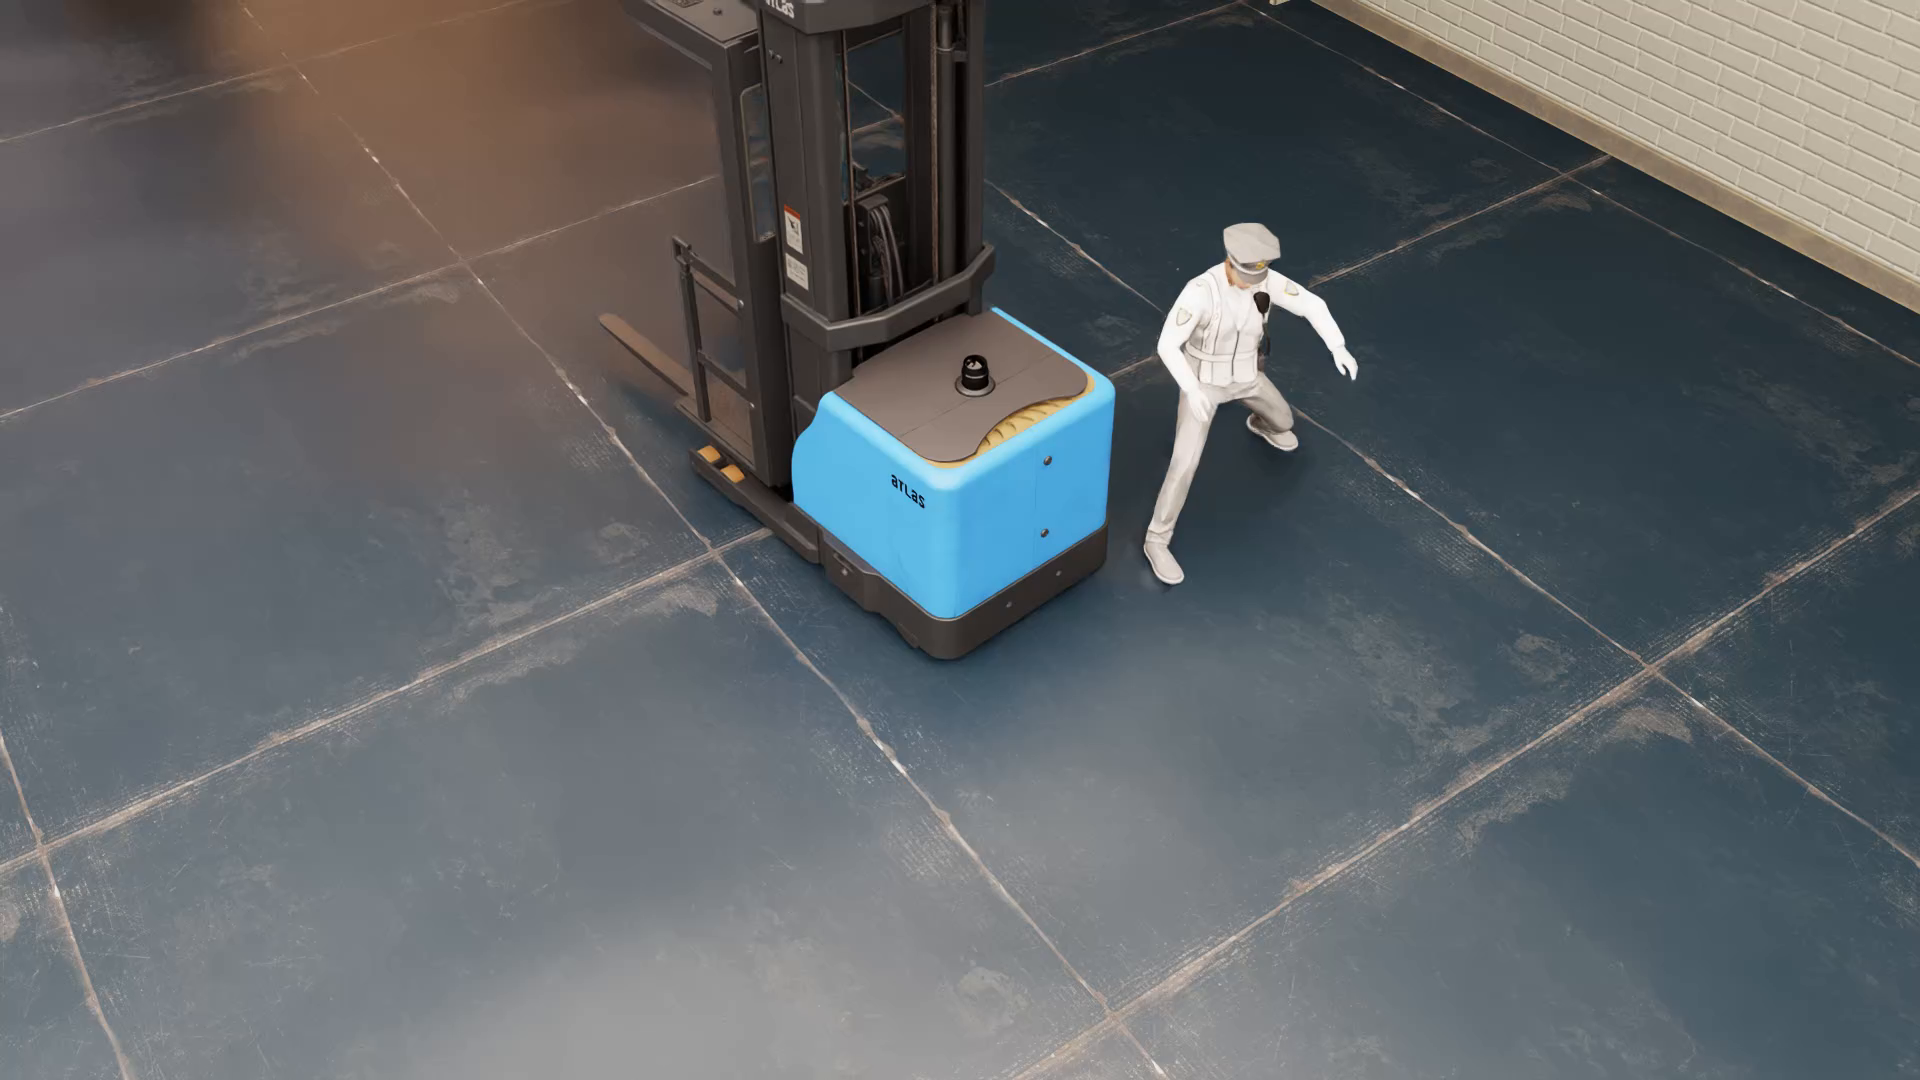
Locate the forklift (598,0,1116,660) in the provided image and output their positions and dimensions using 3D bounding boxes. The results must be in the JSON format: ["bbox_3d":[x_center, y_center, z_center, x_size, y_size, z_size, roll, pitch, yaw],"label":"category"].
[{"bbox_3d":[-0.676,-1.480,7.322,1.130,2.935,3.031,-31,51,-29],"label":"forklift"}]

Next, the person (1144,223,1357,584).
[{"bbox_3d":[1.291,-0.723,7.585,1.066,1.488,0.958,-13,44,-13],"label":"person"}]
